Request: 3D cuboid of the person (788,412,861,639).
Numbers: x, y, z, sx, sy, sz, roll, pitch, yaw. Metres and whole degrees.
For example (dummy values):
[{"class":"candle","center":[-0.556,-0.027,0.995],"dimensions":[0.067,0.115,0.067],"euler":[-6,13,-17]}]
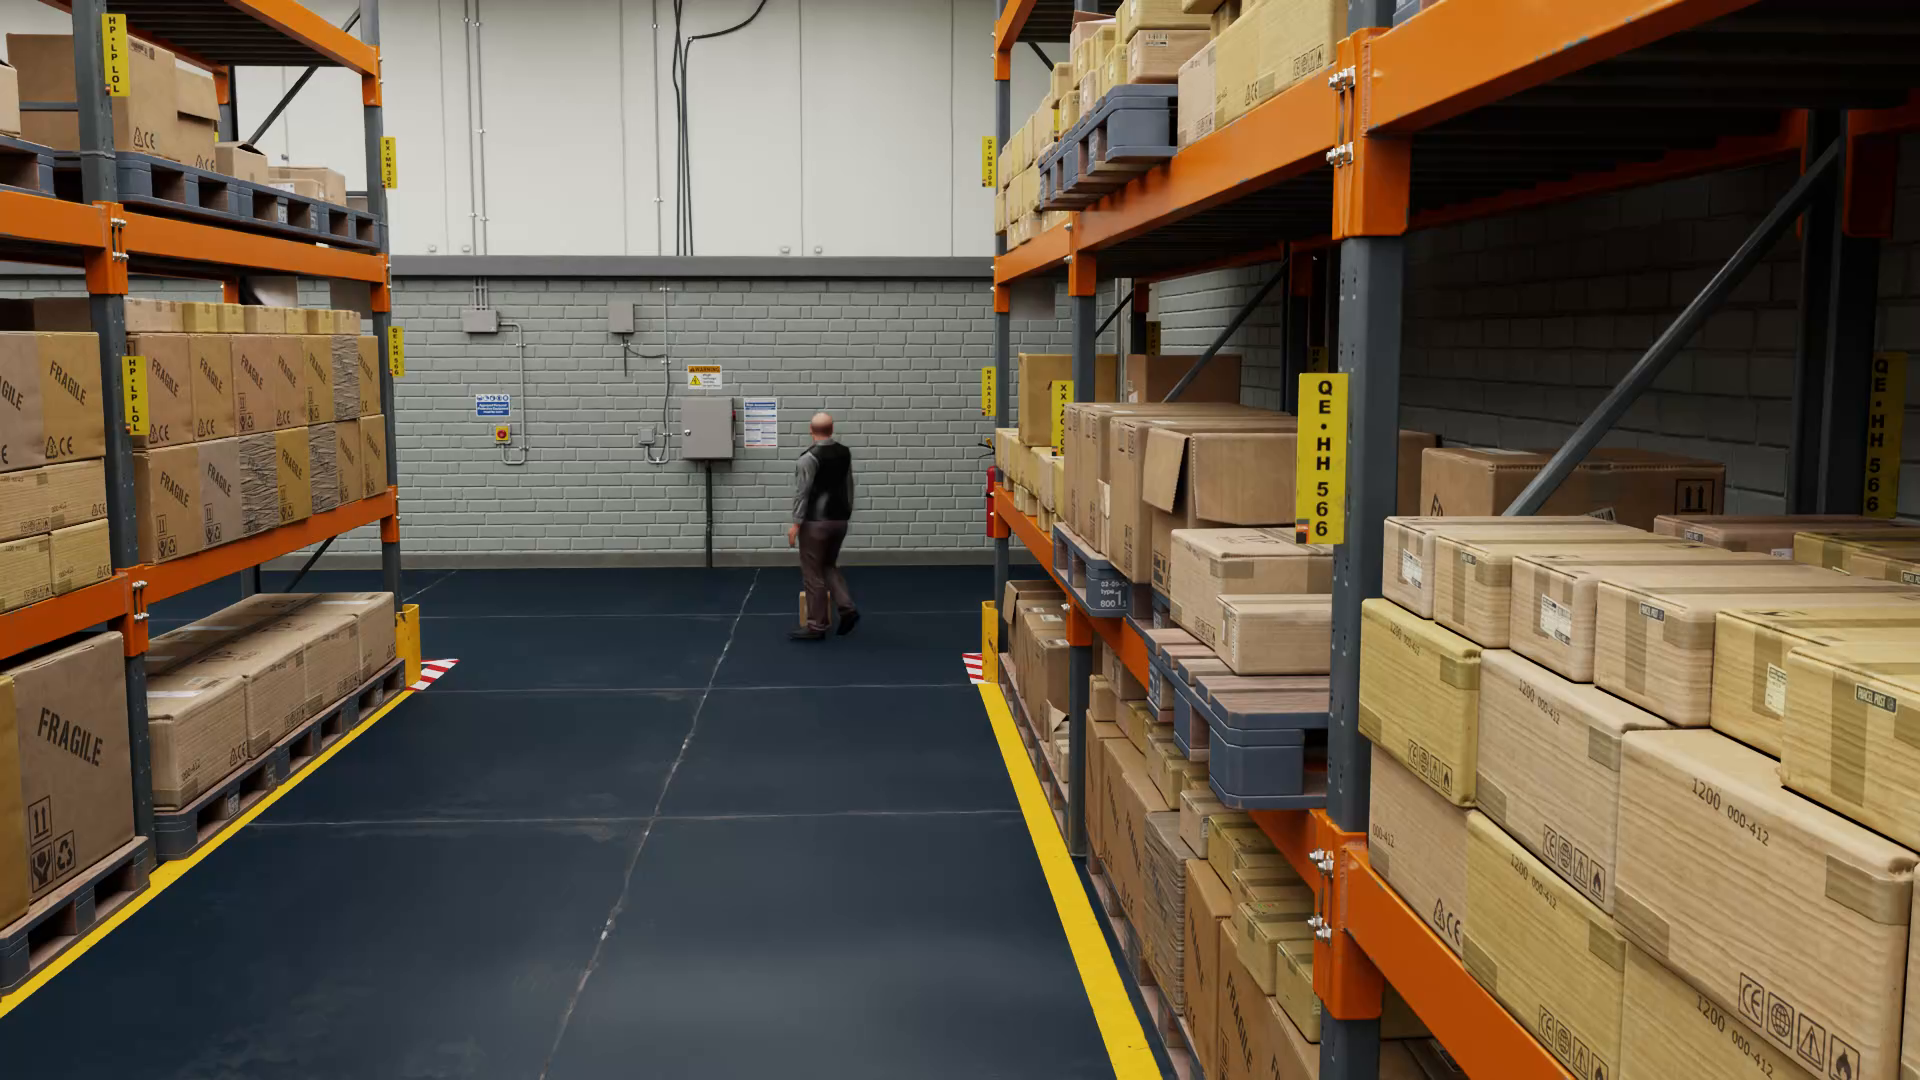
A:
[{"class":"person","center":[-1.056,-0.095,12.675],"dimensions":[0.418,1.752,0.568],"euler":[5,9,37]}]
